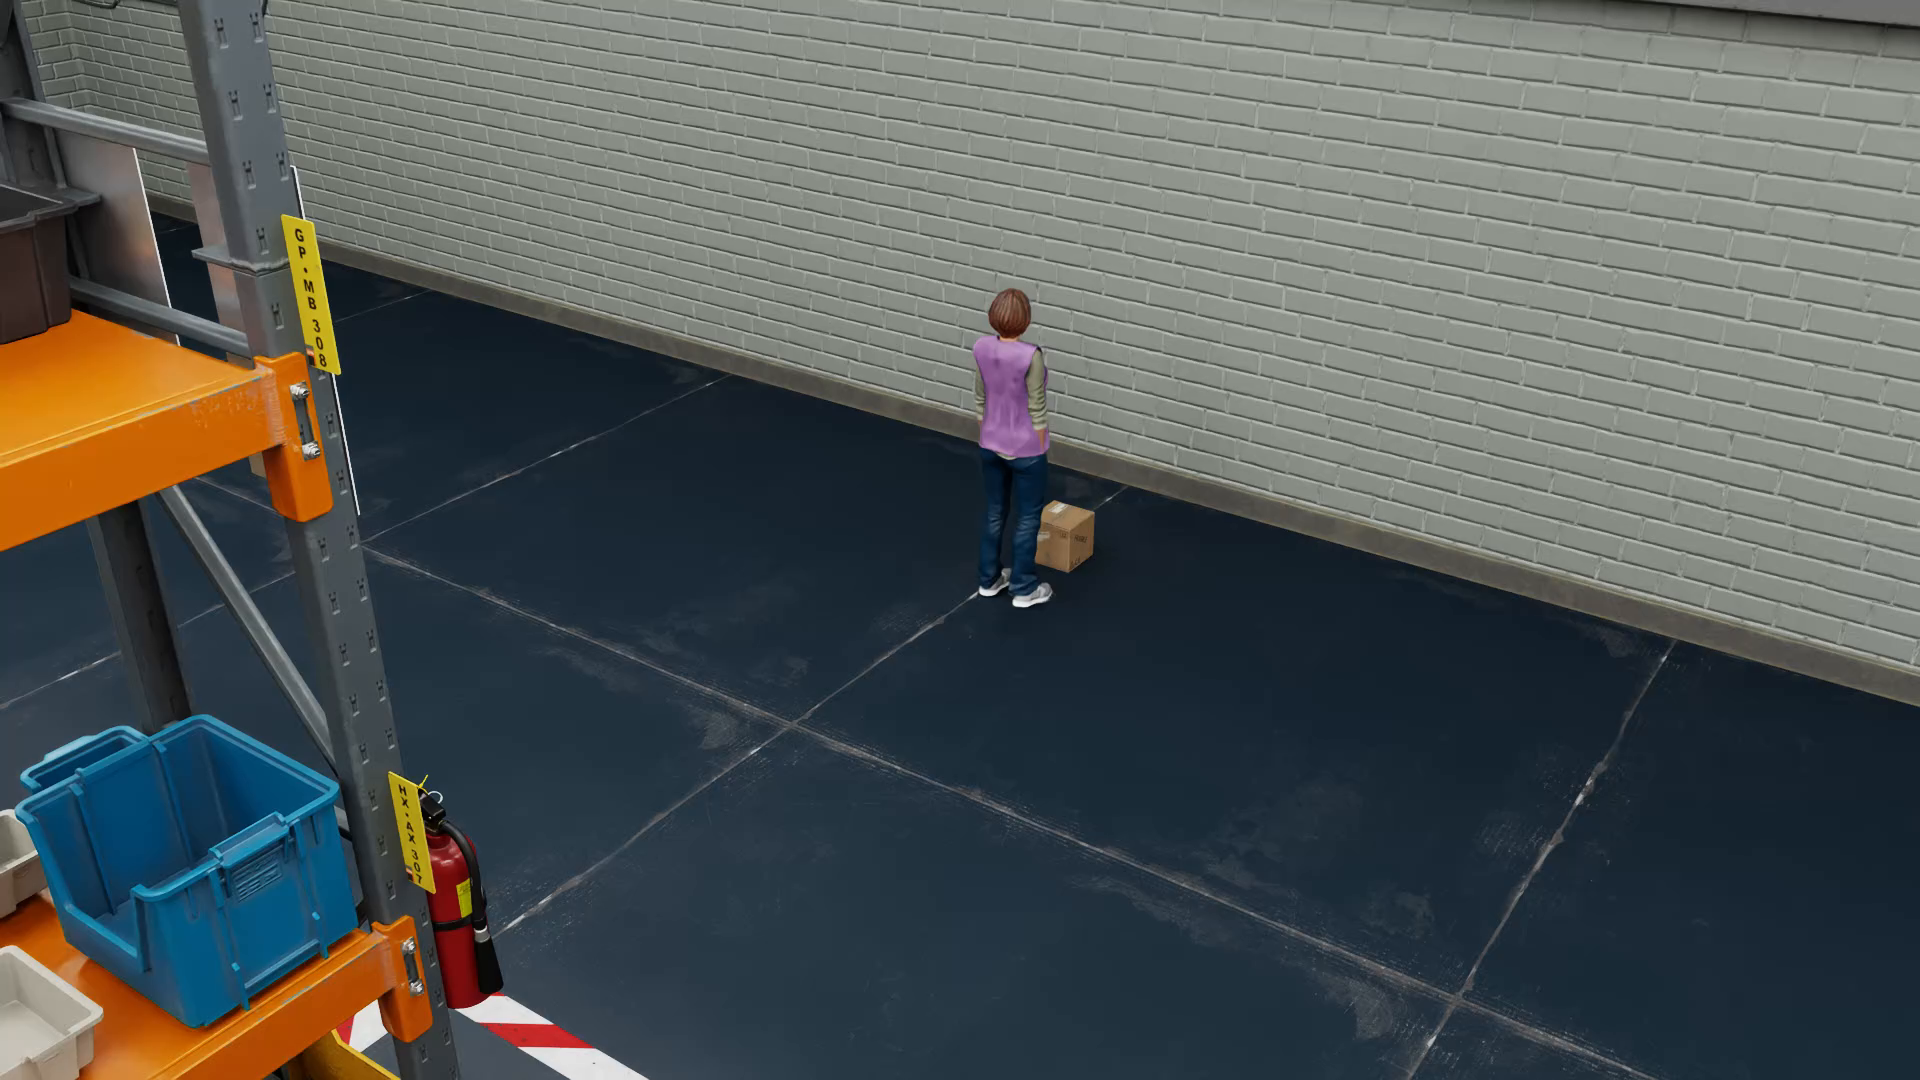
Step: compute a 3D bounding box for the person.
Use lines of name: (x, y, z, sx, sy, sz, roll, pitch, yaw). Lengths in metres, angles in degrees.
person: (0.244, -0.441, 7.991, 0.408, 1.604, 0.303, 18, 33, 31)
